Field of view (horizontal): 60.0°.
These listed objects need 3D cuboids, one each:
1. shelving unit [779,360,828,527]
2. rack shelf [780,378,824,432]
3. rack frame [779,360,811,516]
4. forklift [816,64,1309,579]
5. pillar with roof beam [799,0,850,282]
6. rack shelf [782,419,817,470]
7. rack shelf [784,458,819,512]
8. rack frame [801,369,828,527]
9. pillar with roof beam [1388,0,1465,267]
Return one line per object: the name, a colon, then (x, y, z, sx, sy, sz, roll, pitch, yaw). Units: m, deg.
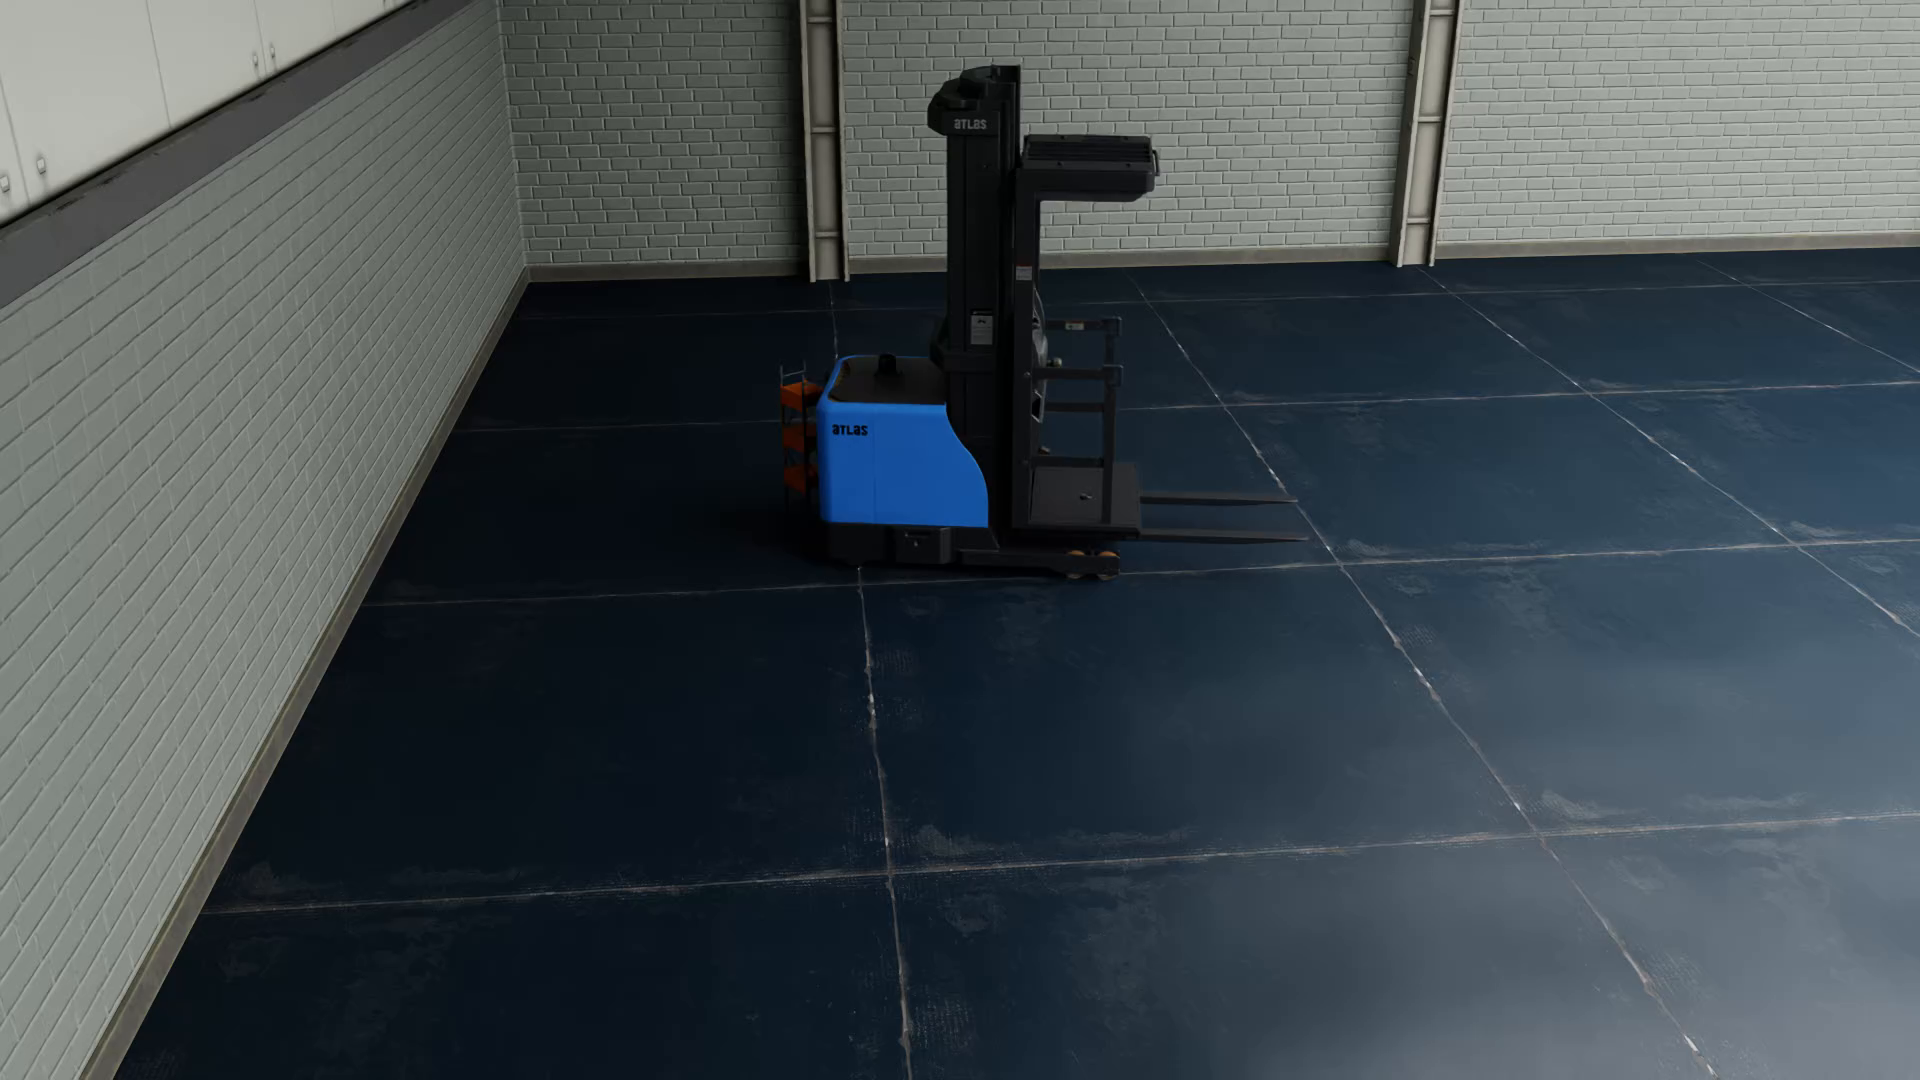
shelving unit: (-1.003, -0.627, 10.868, 0.215, 1.050, 0.252, -19, 30, -36)
rack shelf: (-1.003, -0.877, 10.757, 0.215, 0.259, 0.240, -19, 30, -36)
rack frame: (-1.082, -0.665, 10.953, 0.200, 1.050, 0.008, -19, 30, -36)
forklift: (0.661, -1.324, 10.121, 3.031, 2.935, 1.130, 2, 24, 4)
pillar with roof beam: (-0.888, -5.003, 10.926, 0.400, 9.000, 9.100, -2, 24, -5)
rack shelf: (-1.003, -0.617, 10.872, 0.215, 0.259, 0.240, -19, 30, -36)
rack shelf: (-1.003, -0.363, 10.985, 0.215, 0.259, 0.240, -19, 30, -36)
rack frame: (-0.925, -0.589, 10.782, 0.200, 1.050, 0.008, -19, 30, -36)
pillar with roof beam: (5.083, -5.242, 11.464, 0.400, 9.000, 9.100, -2, 24, -5)
